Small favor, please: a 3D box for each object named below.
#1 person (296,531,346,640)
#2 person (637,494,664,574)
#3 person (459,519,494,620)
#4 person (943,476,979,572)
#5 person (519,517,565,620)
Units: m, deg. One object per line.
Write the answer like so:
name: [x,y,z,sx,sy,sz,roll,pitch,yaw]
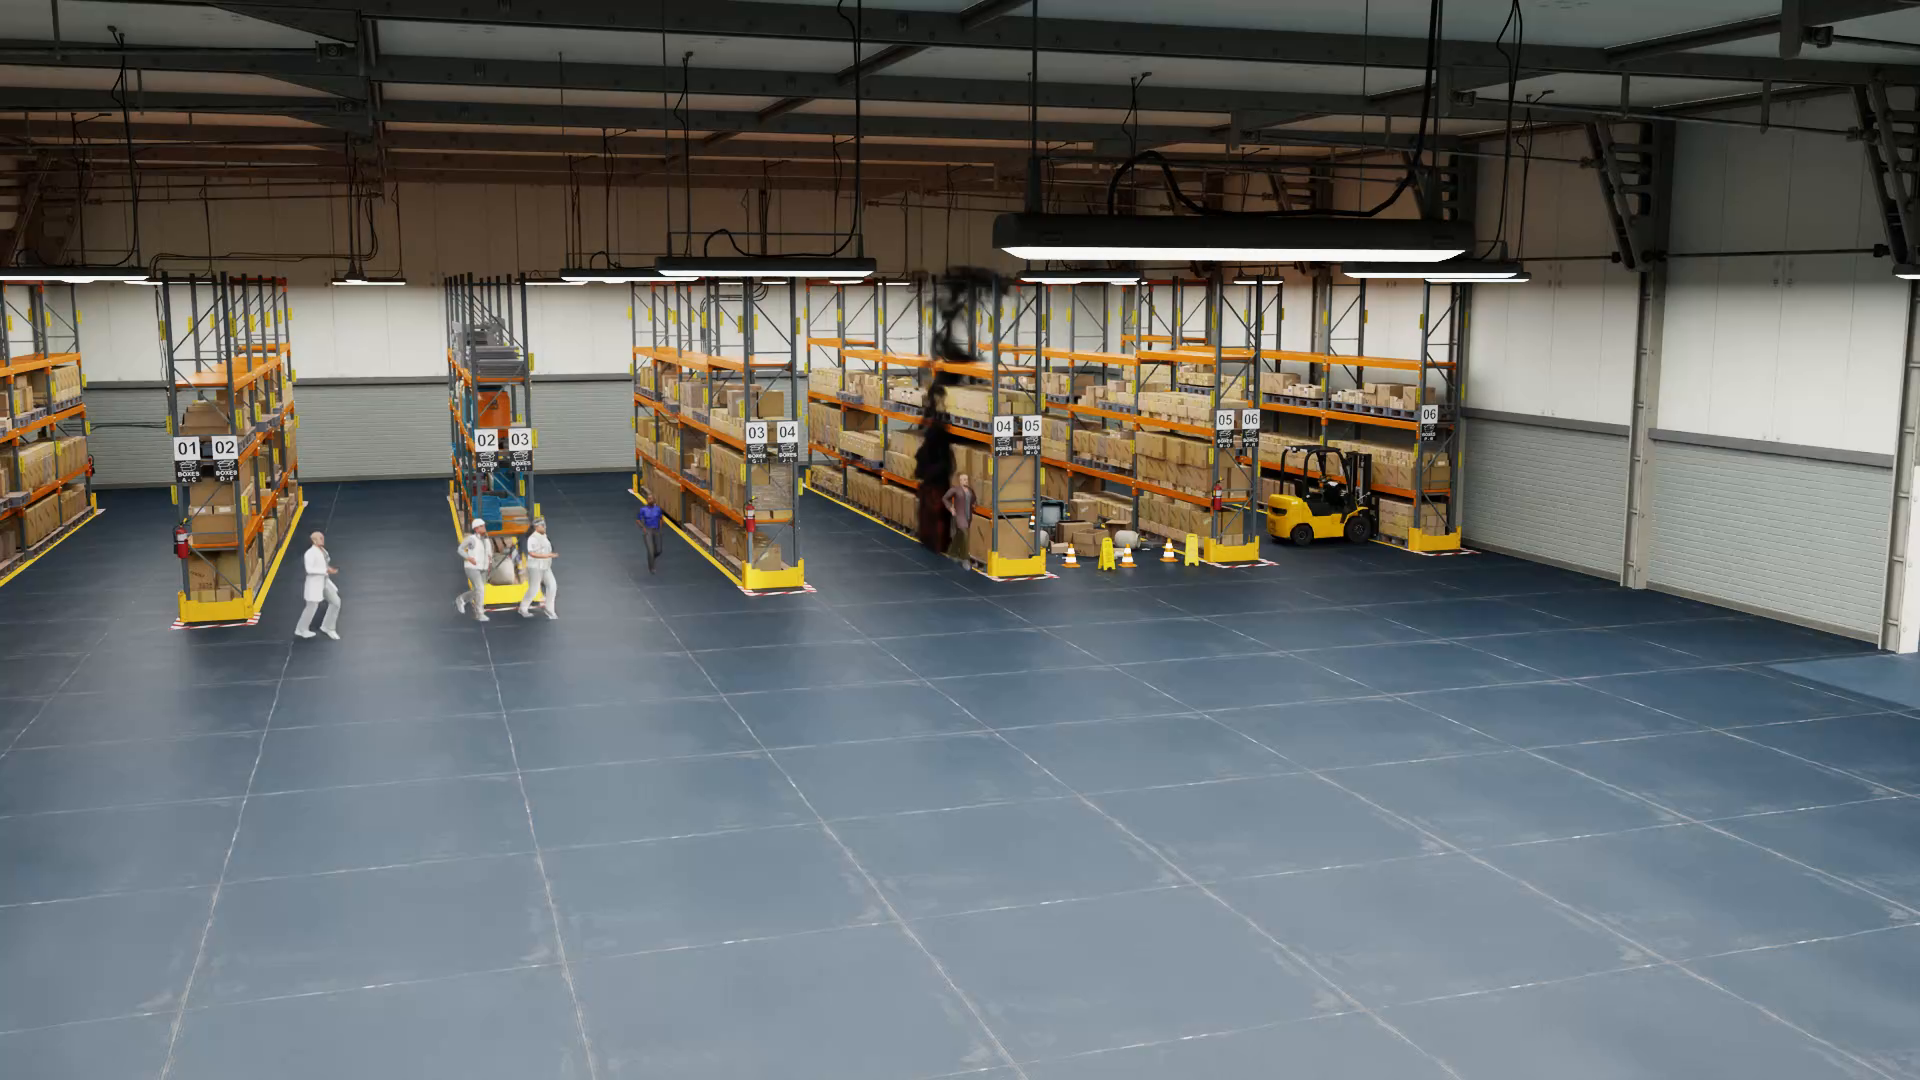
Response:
person: [-10.460,0.766,27.189,0.910,1.836,0.648,2,9,13]
person: [-6.221,-0.129,33.613,0.572,1.605,0.558,-4,10,-26]
person: [-8.443,0.502,29.153,0.763,1.738,0.697,5,10,29]
person: [0.087,-0.343,32.847,0.734,1.855,0.833,-7,11,-39]
person: [-7.290,0.514,28.910,0.800,1.855,0.678,2,9,14]
